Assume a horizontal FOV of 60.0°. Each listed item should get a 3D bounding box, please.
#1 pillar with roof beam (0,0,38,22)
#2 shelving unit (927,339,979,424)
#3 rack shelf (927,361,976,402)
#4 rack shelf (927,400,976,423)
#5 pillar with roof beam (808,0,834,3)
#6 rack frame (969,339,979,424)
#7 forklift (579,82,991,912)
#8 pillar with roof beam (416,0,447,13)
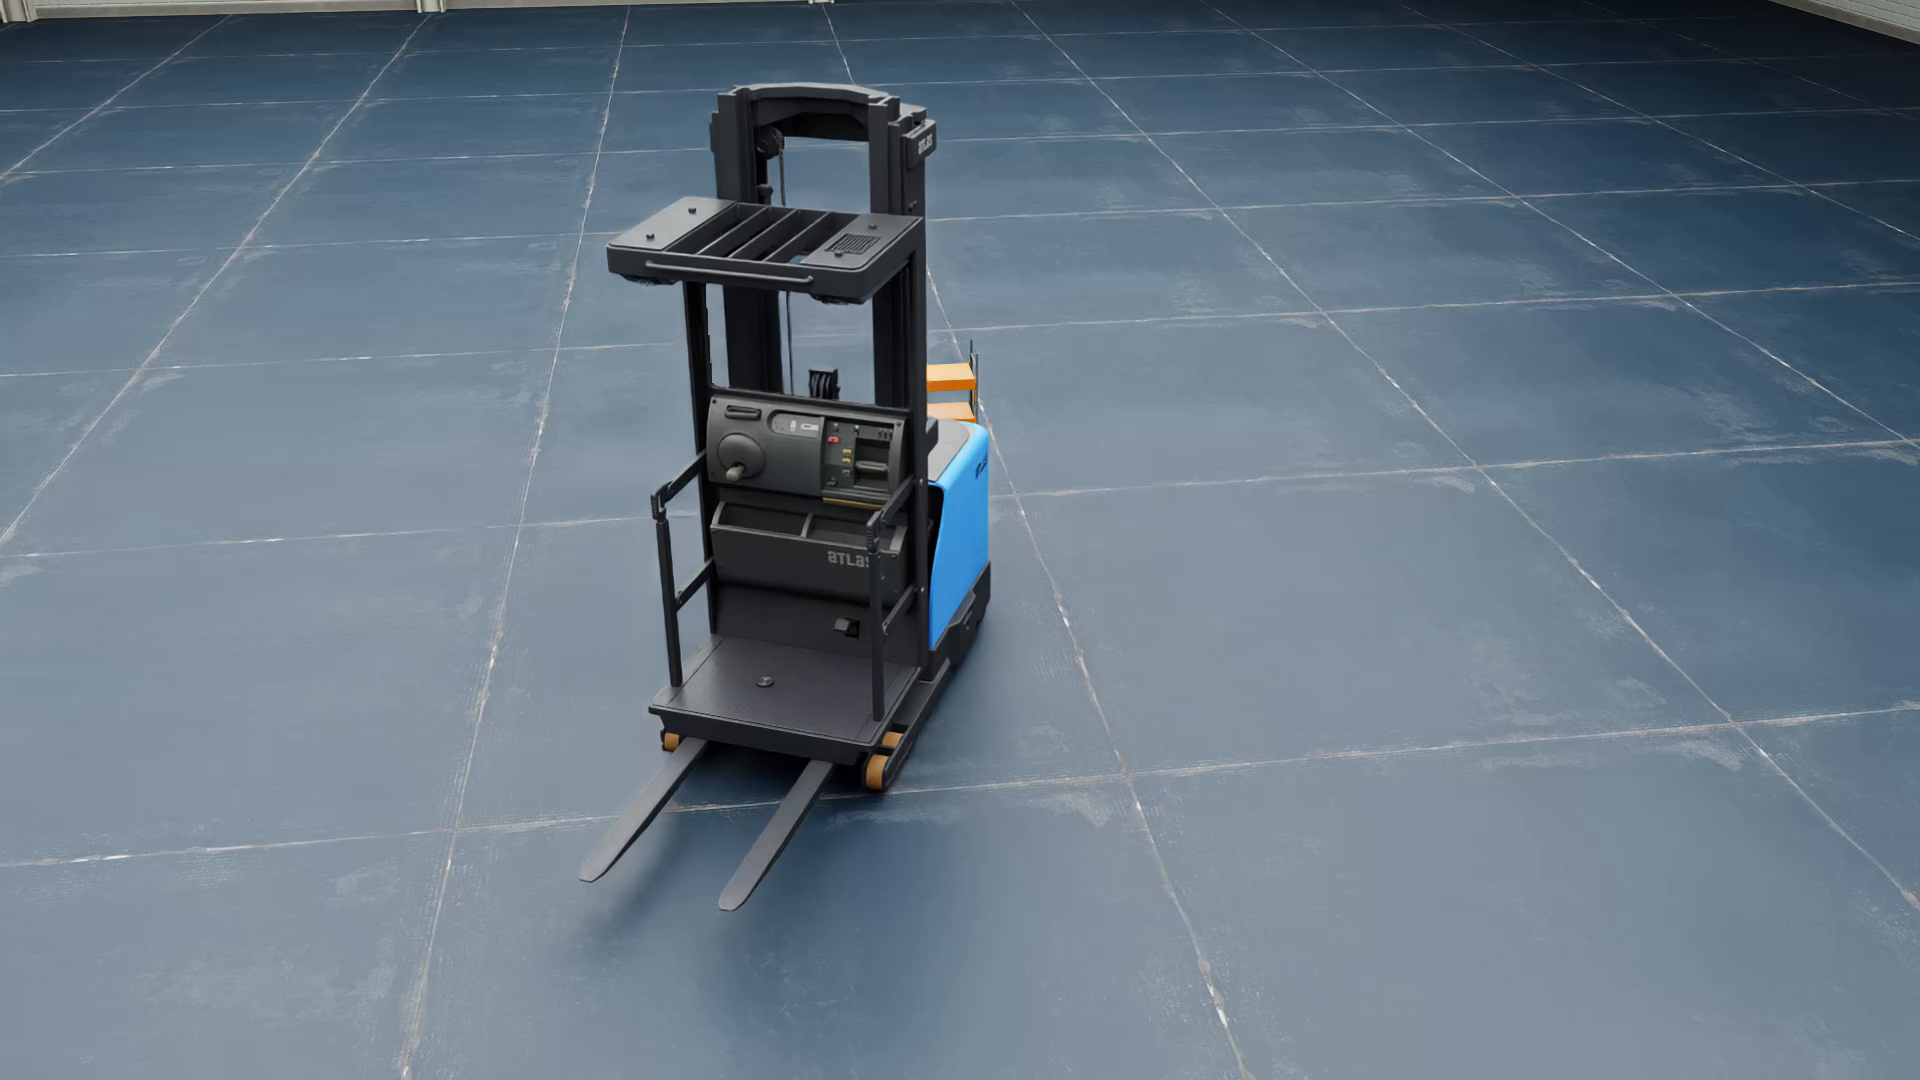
[{"bbox_3d":[-13.490,-9.854,19.098,0.400,9.000,9.100,-4,27,-7],"label":"pillar with roof beam"},{"bbox_3d":[-0.164,-0.523,9.456,0.503,1.200,0.258,-4,27,-7],"label":"shelving unit"},{"bbox_3d":[-0.164,-0.873,9.276,0.480,0.148,0.258,-4,27,-7],"label":"rack shelf"},{"bbox_3d":[-0.164,-0.662,9.384,0.480,0.148,0.258,-4,27,-7],"label":"rack shelf"},{"bbox_3d":[-1.607,-10.617,20.585,0.400,9.000,9.100,-4,27,-7],"label":"pillar with roof beam"},{"bbox_3d":[0.078,-0.539,9.486,0.015,1.200,0.240,-4,27,-7],"label":"rack frame"},{"bbox_3d":[-0.757,-0.370,7.261,1.130,2.935,3.031,8,28,15],"label":"forklift"},{"bbox_3d":[-7.548,-10.236,19.842,0.400,9.000,9.100,-4,27,-7],"label":"pillar with roof beam"}]
